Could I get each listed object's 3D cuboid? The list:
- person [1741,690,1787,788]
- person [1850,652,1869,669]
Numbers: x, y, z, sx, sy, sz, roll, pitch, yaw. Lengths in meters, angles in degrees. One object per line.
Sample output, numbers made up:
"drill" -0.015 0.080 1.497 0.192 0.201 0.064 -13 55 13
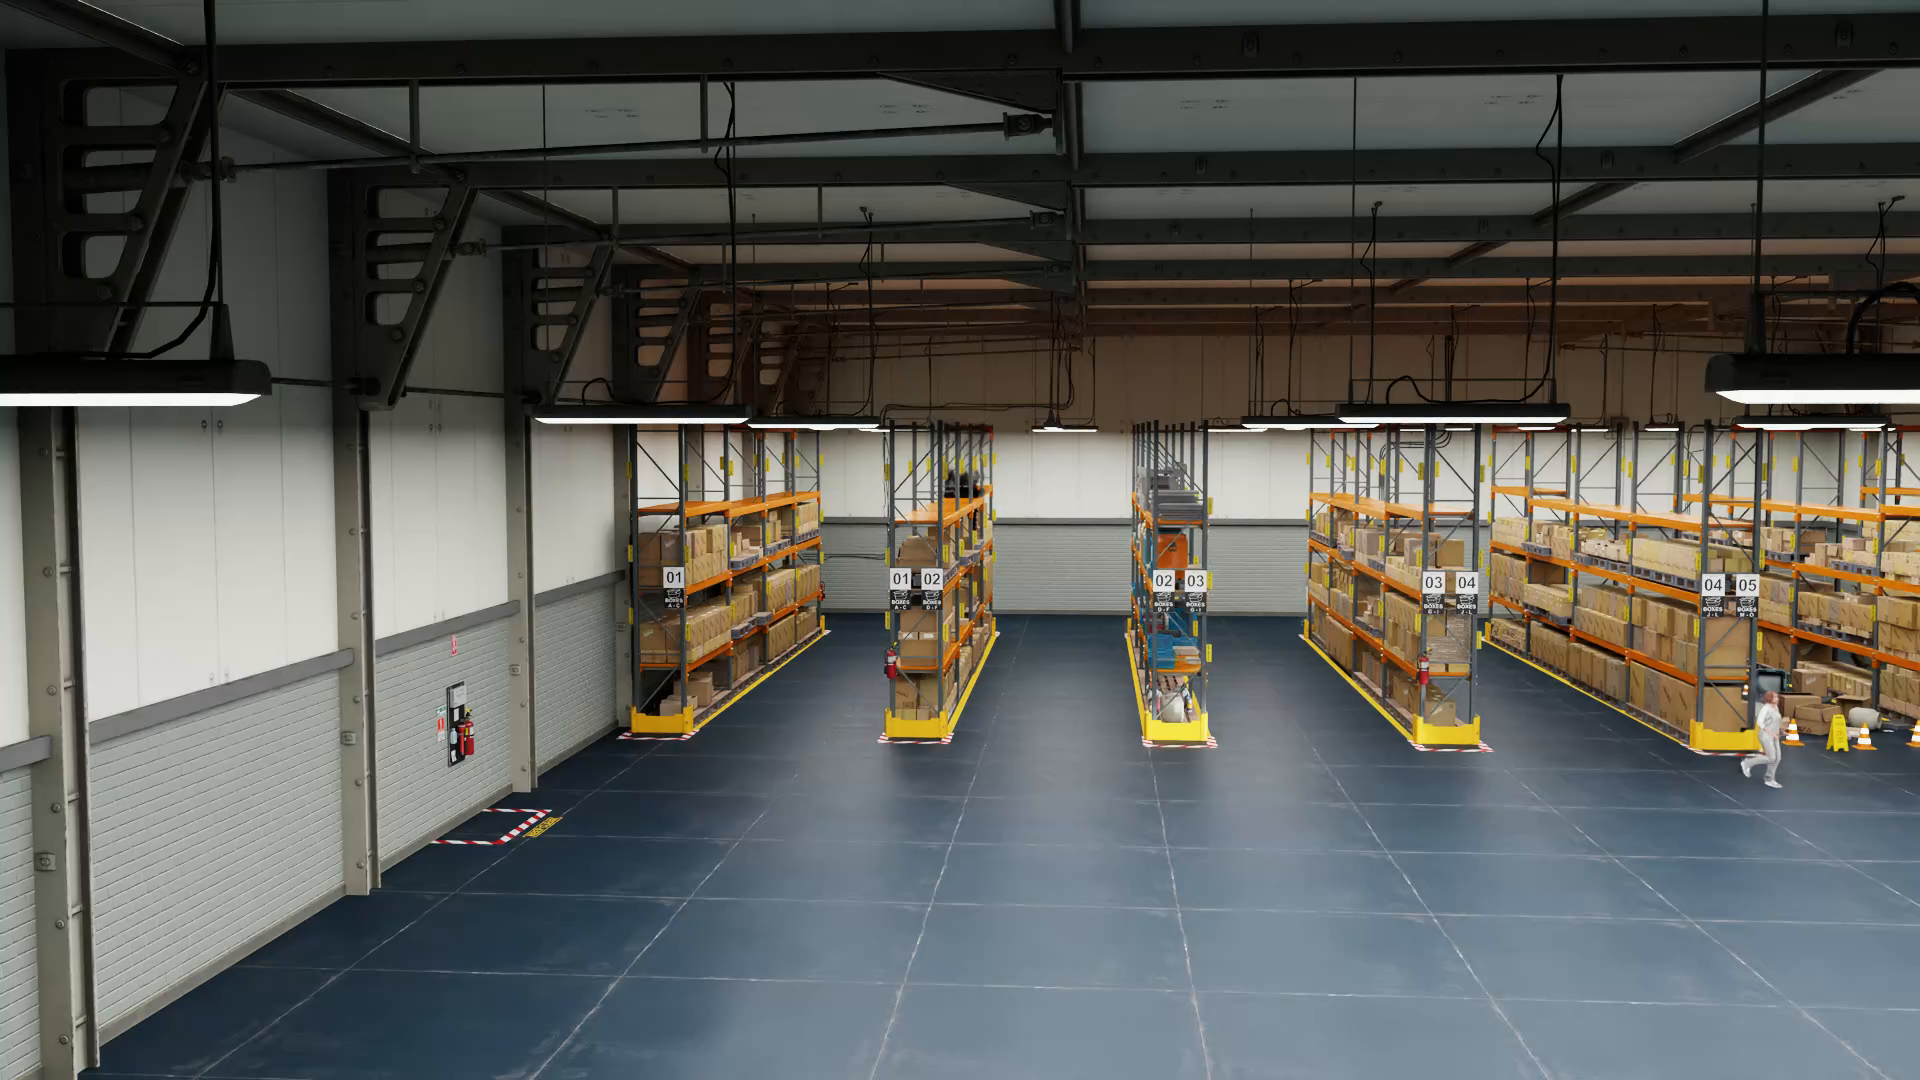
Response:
"person" 13.154 3.233 27.173 0.539 1.579 0.614 -3 5 -41
"person" 21.347 2.359 39.346 0.720 1.746 0.911 0 4 2
